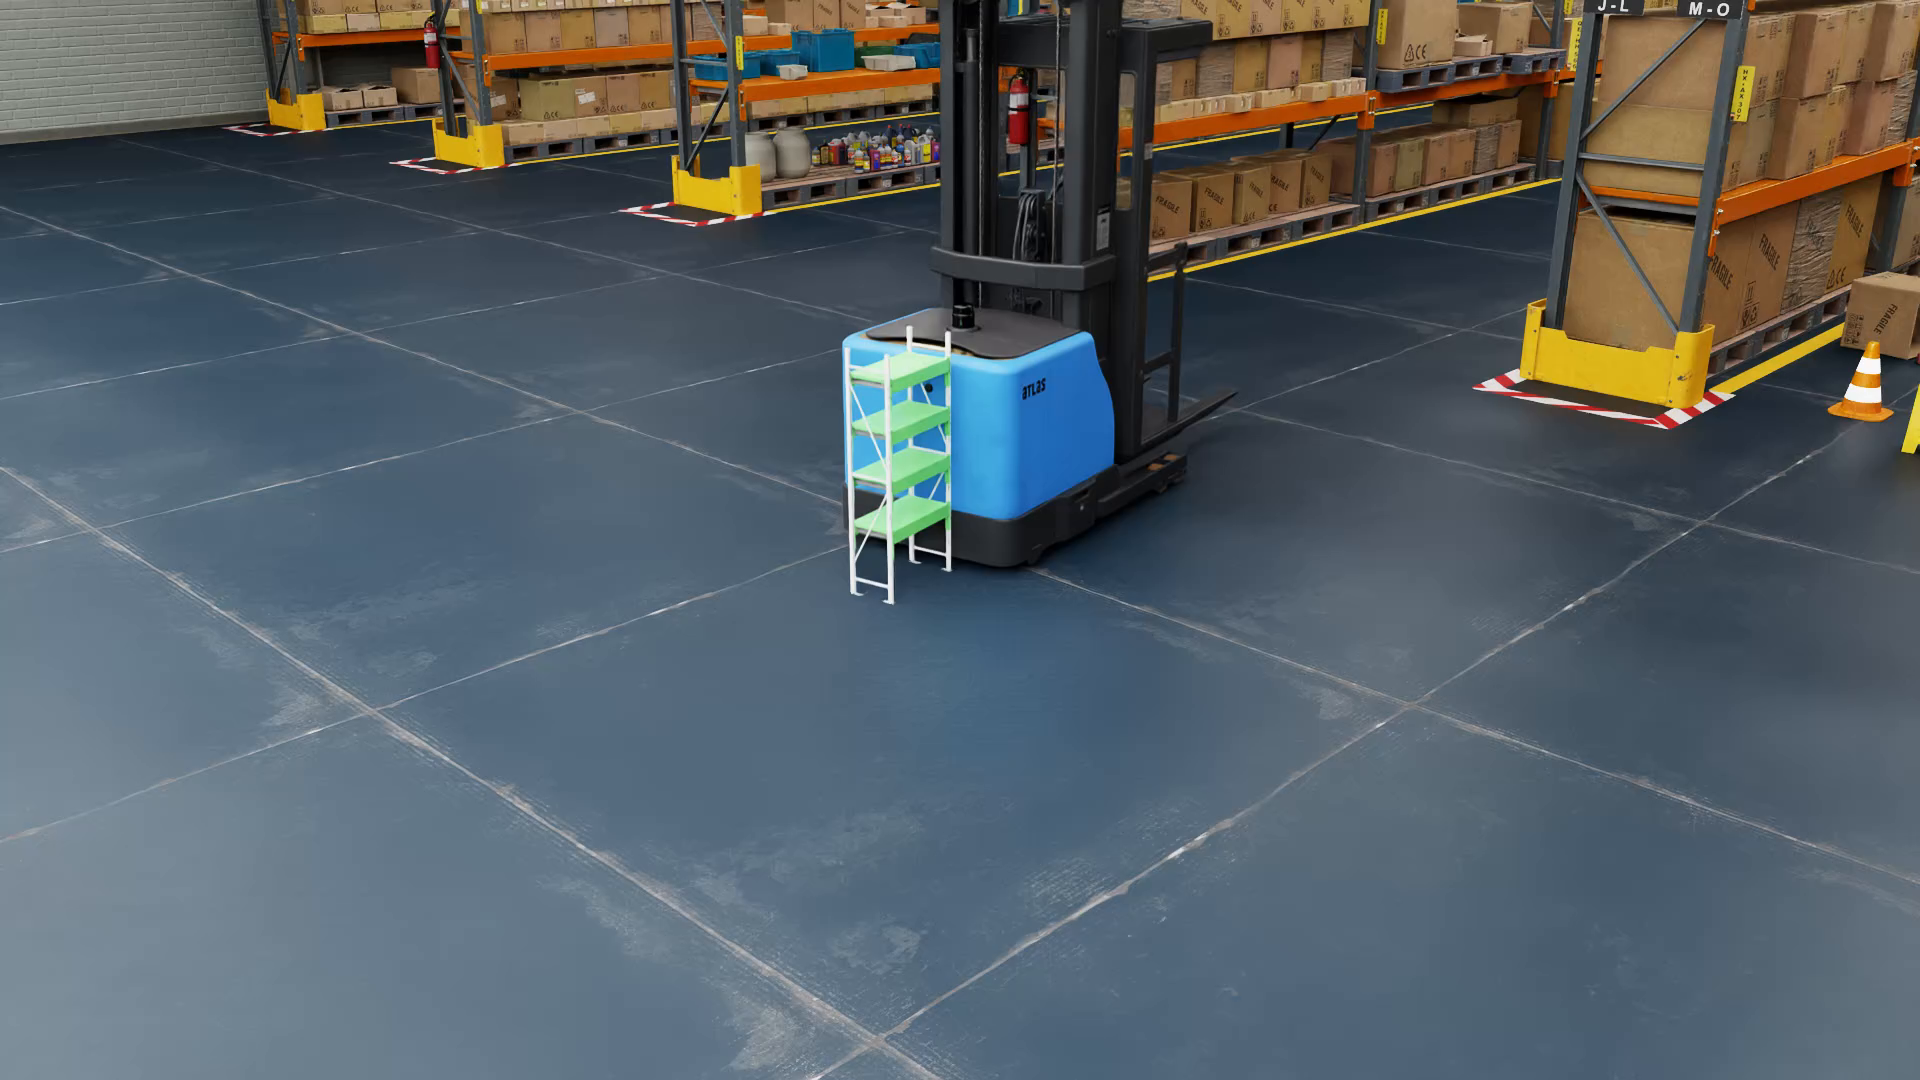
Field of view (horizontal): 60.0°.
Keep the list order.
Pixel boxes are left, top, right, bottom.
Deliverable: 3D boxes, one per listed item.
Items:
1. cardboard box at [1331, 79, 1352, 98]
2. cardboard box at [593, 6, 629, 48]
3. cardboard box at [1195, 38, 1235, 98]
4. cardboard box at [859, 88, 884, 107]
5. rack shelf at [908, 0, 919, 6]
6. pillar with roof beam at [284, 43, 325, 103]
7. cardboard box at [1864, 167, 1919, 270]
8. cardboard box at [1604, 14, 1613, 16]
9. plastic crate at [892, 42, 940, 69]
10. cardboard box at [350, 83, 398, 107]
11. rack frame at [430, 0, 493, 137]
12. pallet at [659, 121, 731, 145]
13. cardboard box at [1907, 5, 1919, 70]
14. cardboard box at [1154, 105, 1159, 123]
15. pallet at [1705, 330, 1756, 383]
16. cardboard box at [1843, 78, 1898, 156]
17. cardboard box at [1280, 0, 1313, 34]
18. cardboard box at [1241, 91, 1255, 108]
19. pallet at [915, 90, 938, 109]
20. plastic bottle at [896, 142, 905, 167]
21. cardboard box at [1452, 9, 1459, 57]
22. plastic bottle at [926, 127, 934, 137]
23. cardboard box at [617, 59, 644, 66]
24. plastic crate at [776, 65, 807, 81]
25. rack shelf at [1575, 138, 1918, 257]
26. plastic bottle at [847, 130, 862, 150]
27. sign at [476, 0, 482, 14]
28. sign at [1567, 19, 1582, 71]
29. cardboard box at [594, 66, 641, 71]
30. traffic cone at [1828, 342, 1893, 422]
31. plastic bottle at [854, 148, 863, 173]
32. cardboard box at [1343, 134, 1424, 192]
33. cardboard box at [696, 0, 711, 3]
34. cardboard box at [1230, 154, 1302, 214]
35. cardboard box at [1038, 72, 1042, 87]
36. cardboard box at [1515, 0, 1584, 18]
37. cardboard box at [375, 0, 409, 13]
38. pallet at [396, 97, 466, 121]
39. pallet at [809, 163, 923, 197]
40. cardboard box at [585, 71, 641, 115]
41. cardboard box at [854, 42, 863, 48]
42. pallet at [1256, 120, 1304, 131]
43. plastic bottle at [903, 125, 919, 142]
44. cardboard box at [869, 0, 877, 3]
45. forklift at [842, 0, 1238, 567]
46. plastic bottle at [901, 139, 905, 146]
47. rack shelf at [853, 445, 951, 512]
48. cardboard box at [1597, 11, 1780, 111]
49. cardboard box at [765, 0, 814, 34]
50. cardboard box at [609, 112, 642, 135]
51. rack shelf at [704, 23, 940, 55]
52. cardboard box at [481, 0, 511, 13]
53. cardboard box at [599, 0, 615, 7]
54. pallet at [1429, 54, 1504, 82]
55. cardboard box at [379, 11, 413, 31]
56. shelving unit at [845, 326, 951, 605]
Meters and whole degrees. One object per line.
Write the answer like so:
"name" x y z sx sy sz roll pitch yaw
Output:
"cardboard box" 3.593 -4.425 16.256 0.380 0.149 0.250 19 28 41
"cardboard box" -4.759 -6.747 21.808 0.500 0.500 0.700 -19 28 -40
"cardboard box" 1.969 -4.301 15.029 0.875 0.500 0.500 19 28 41
"cardboard box" -1.493 -6.696 25.061 0.500 0.250 0.500 -19 28 -41
"rack shelf" 0.043 -10.687 33.200 1.077 0.370 4.000 19 28 41
"pillar with roof beam" -6.770 -9.543 20.860 9.100 9.000 0.400 19 28 41
"cardboard box" 7.566 -2.793 14.212 1.050 0.750 0.750 19 28 40
"cardboard box" 7.751 -6.130 20.203 0.500 0.500 0.500 19 28 40
"plastic crate" -0.412 -5.551 19.042 0.499 0.251 0.616 19 28 41
"cardboard box" -8.779 -6.676 24.897 0.500 0.311 0.500 -17 27 -38
"rack frame" -6.172 -6.185 20.485 1.000 3.000 0.127 19 28 41
"pallet" -3.966 -5.718 23.156 1.003 0.211 1.213 19 28 41
"cardboard box" 6.915 -3.953 12.965 0.875 0.550 0.550 19 28 41
"cardboard box" 1.481 -3.660 14.267 0.380 0.149 0.250 19 28 41
"pallet" 4.908 -1.361 11.820 1.003 0.211 1.213 19 28 41
"cardboard box" 6.581 -3.290 12.746 0.875 0.550 0.550 19 28 41
"cardboard box" 2.900 -4.943 15.307 0.500 0.500 0.500 19 28 41
"cardboard box" 2.488 -4.060 15.306 0.380 0.149 0.250 19 28 41
"pallet" -0.043 -7.122 26.810 1.003 0.211 1.213 19 28 41
"plastic bottle" -0.687 -4.430 19.109 0.097 0.271 0.097 0 21 0
"cardboard box" 4.857 -5.446 17.832 0.637 0.503 0.797 -17 27 -37
"plastic bottle" -0.371 -4.932 20.415 0.097 0.271 0.097 0 21 0
"cardboard box" -5.722 -7.950 27.949 0.700 0.500 0.500 20 28 41
"plastic crate" -1.770 -4.971 17.693 0.298 0.136 0.250 19 28 41
"rack shelf" 5.802 -2.615 12.201 1.077 0.370 4.000 19 28 41
"plastic bottle" -1.253 -4.632 19.524 0.185 0.351 0.144 -19 28 -40
"sign" -5.778 -6.485 19.950 0.100 0.325 0.005 19 28 41
"sign" 4.028 -3.228 10.847 0.100 0.325 0.005 19 28 41
"cardboard box" -4.626 -6.178 22.668 0.500 0.500 0.500 19 28 41
"traffic cone" 5.795 -1.034 10.620 0.336 0.463 0.334 19 28 41
"plastic bottle" -1.137 -4.264 18.677 0.097 0.271 0.097 0 21 0
"cardboard box" 4.504 -4.042 17.780 0.700 0.500 0.500 19 28 40
"cardboard box" -3.591 -7.376 22.540 0.380 0.149 0.250 19 28 40
"cardboard box" 3.012 -3.520 16.451 0.500 0.500 0.500 -11 23 -25
"cardboard box" 1.007 -7.724 27.361 0.500 0.500 0.500 18 27 39
"cardboard box" 7.026 -6.460 19.663 0.637 0.503 0.797 -19 28 -40
"cardboard box" -8.458 -8.016 24.386 0.500 0.500 0.500 18 27 39
"pallet" -8.227 -6.654 25.591 1.003 0.211 1.213 19 28 41
"pallet" -1.184 -4.193 19.190 1.003 0.211 1.213 19 28 41
"cardboard box" -4.590 -5.915 21.984 0.500 0.500 0.500 19 28 41
"cardboard box" -2.330 -9.272 30.928 0.750 0.750 0.750 -19 28 -40
"pallet" 4.327 -6.224 24.474 1.003 0.211 1.213 19 28 41
"plastic bottle" -0.592 -4.802 19.965 0.144 0.351 0.185 19 28 41
"cardboard box" -1.757 -10.117 31.036 0.250 0.149 0.380 -19 28 -40
"forklift" 0.630 -1.712 8.944 1.130 2.935 3.031 13 25 31
"plastic bottle" -0.630 -4.525 19.341 0.061 0.283 0.133 19 28 41
"rack shelf" -0.281 -0.295 7.848 0.258 0.148 0.480 13 25 31
"cardboard box" 4.693 -3.097 10.737 0.875 0.550 0.550 19 28 41
"cardboard box" -2.466 -7.588 23.997 0.500 0.500 0.500 -18 27 -38
"cardboard box" -4.590 -5.565 22.119 0.500 0.250 0.500 19 28 41
"rack shelf" -1.986 -7.391 24.627 1.077 0.370 4.000 19 28 41
"cardboard box" -5.744 -6.581 20.473 0.380 0.149 0.250 19 28 40
"cardboard box" -4.671 -6.976 21.500 0.380 0.149 0.250 20 28 41
"pallet" 5.153 -5.152 18.066 1.003 0.211 1.213 19 28 41
"cardboard box" -8.444 -7.675 24.544 0.500 0.250 0.500 19 28 40
"shelving unit" -0.281 -0.355 7.825 0.258 1.200 0.503 13 25 31
